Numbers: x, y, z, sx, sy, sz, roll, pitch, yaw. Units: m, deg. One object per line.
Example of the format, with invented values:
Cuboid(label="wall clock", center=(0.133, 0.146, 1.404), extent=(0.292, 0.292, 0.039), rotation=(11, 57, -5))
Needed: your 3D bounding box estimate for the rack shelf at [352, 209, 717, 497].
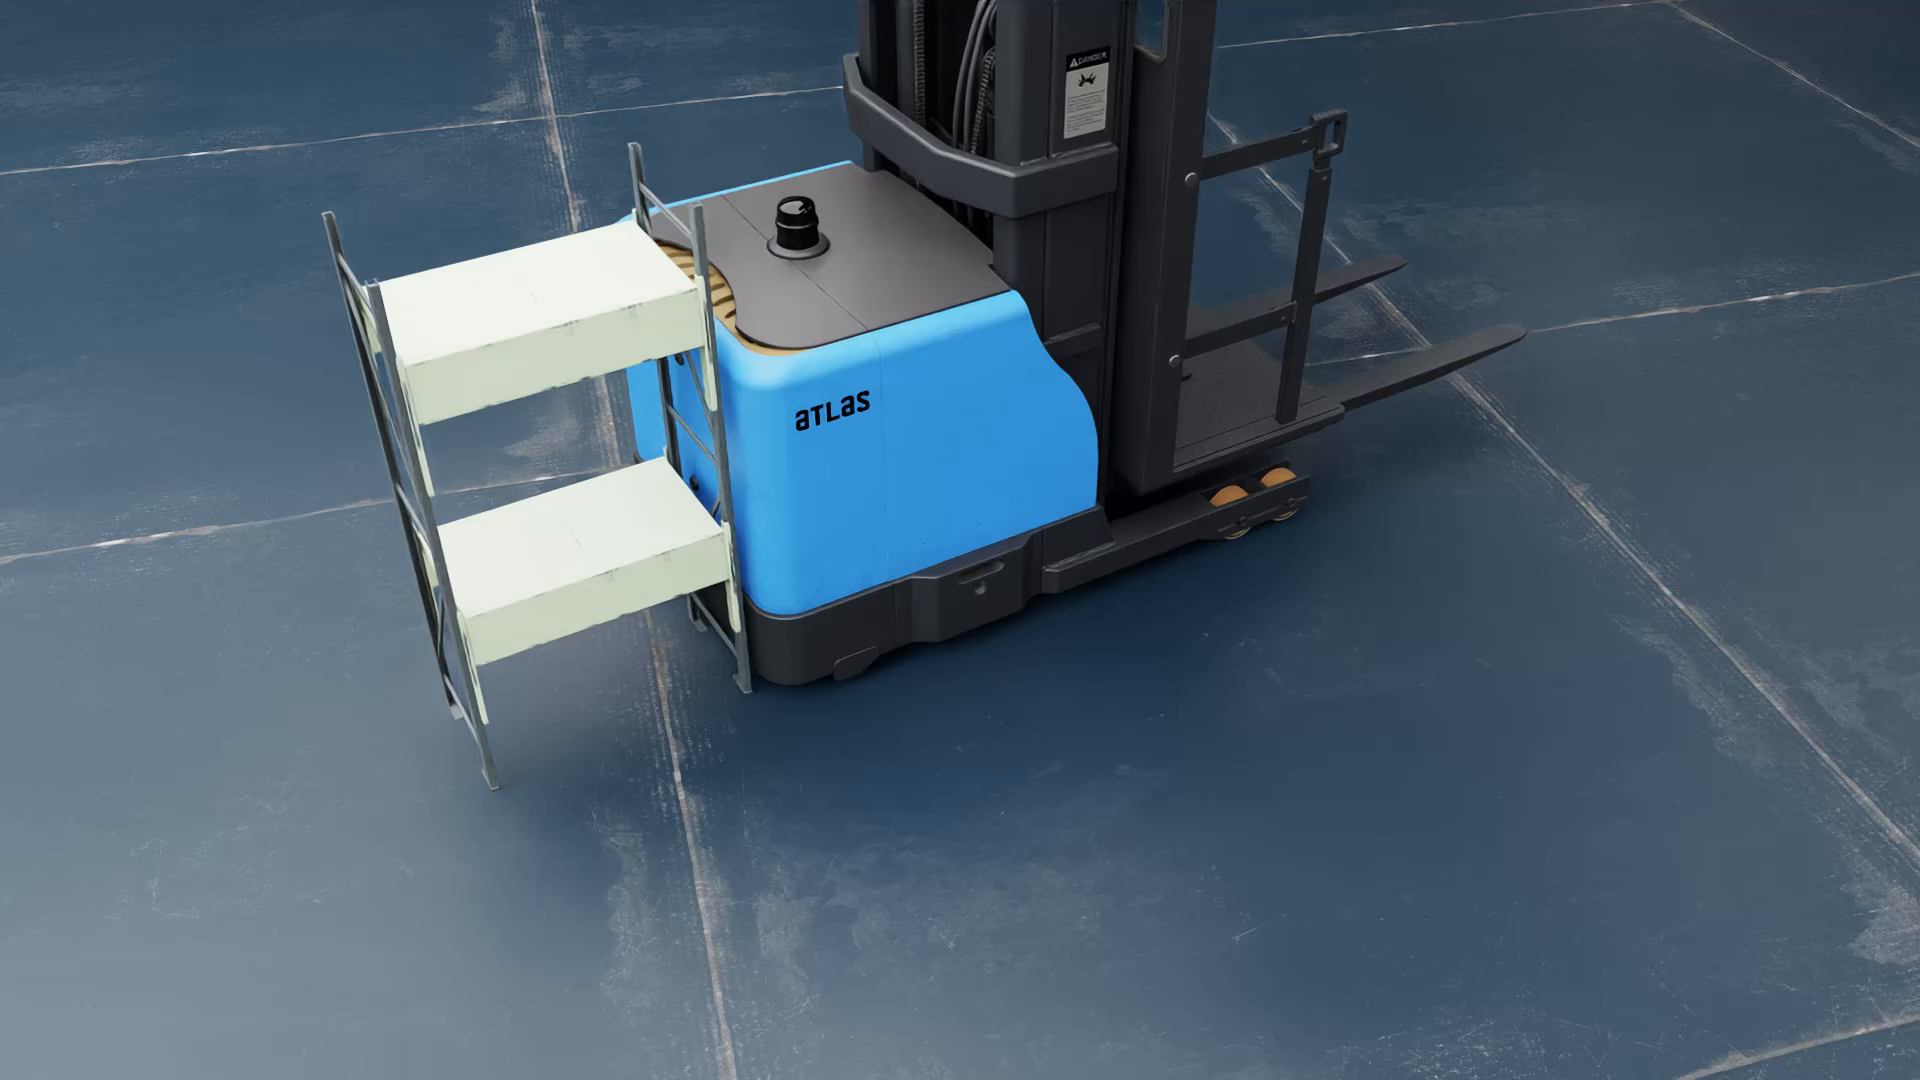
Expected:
Cuboid(label="rack shelf", center=(-1.011, -0.463, 3.978), extent=(0.720, 0.370, 0.431), rotation=(-20, 42, -24))

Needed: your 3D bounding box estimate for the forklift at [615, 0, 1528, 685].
Cuboid(label="forklift", center=(0.526, -1.424, 4.699), extent=(3.031, 2.935, 1.130), rotation=(-20, 42, -24))

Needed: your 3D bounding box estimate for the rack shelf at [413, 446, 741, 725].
Cuboid(label="rack shelf", center=(-1.011, 0.106, 4.413), extent=(0.720, 0.370, 0.431), rotation=(-20, 42, -24))

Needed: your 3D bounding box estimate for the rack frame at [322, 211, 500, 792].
Cuboid(label="rack frame", center=(-1.326, -0.039, 4.067), extent=(0.023, 1.500, 0.400), rotation=(-20, 42, -24))

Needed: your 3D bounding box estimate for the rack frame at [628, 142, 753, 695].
Cuboid(label="rack frame", center=(-0.696, -0.266, 4.364), extent=(0.023, 1.500, 0.400), rotation=(-20, 42, -24))

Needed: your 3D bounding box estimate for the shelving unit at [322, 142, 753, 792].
Cuboid(label="shelving unit", center=(-1.011, -0.153, 4.215), extent=(0.755, 1.500, 0.431), rotation=(-20, 42, -24))
